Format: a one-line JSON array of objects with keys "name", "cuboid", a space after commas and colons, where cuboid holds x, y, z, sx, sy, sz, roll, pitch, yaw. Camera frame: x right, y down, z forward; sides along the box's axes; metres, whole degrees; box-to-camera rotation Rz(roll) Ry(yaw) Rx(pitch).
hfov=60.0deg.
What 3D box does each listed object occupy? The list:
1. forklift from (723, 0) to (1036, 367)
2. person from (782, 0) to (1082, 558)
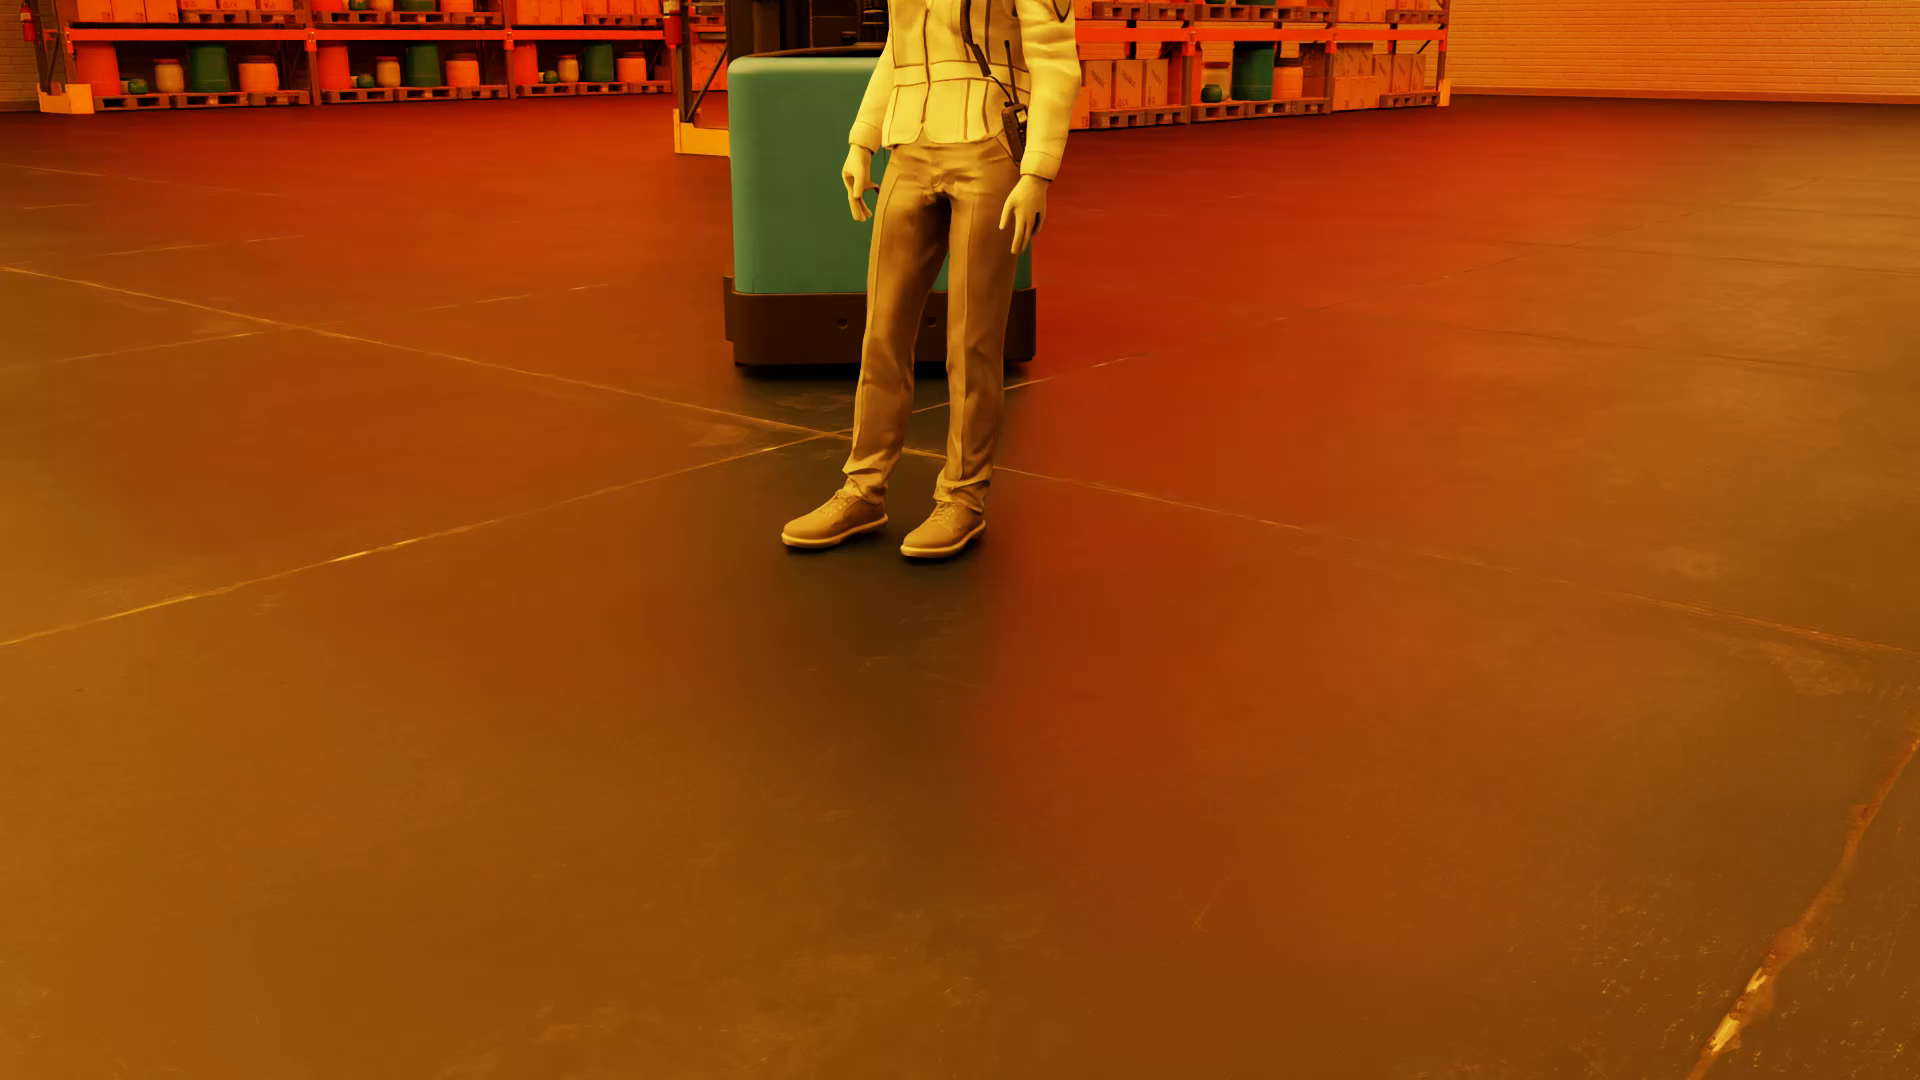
[{"name": "forklift", "cuboid": [-0.408, -2.378, 6.728, 1.130, 2.935, 3.031, -2, 17, -6]}, {"name": "person", "cuboid": [-0.049, -0.803, 3.647, 0.587, 1.694, 0.529, 13, 21, 37]}]
